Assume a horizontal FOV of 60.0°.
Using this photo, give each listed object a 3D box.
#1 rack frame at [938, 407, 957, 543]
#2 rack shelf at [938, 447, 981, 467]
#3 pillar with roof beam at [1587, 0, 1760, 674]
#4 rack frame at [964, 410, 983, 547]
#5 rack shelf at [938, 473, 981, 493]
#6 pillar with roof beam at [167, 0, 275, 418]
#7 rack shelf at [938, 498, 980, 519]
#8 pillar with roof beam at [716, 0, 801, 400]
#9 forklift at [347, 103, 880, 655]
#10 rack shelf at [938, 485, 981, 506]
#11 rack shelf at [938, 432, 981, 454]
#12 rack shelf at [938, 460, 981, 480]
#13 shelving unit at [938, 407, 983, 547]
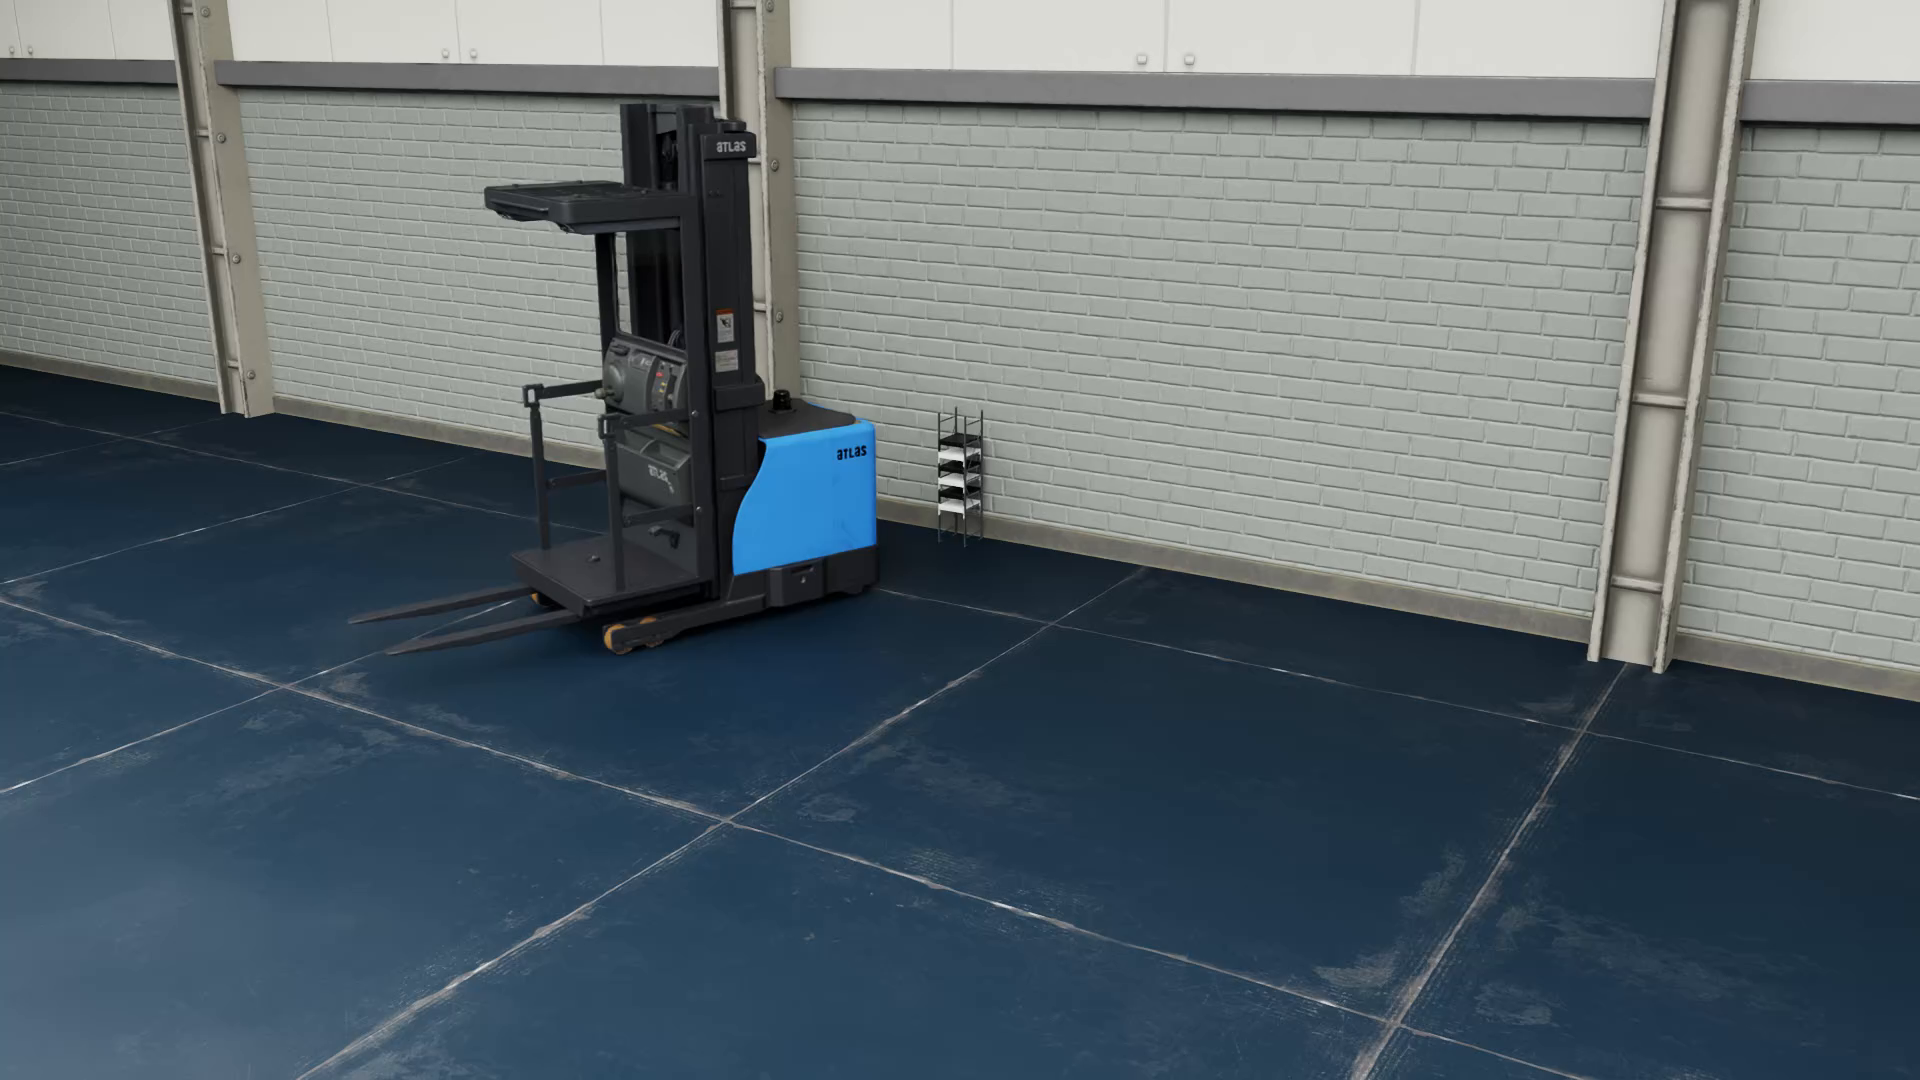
[{"bbox_3d":[-0.084,-0.442,11.288,0.006,0.900,0.240,10,20,30],"label":"rack frame"},{"bbox_3d":[0.004,-0.567,11.196,0.200,0.077,0.258,10,20,30],"label":"rack shelf"},{"bbox_3d":[1.463,-2.583,4.403,0.400,9.000,9.100,10,20,30],"label":"pillar with roof beam"},{"bbox_3d":[0.091,-0.412,11.188,0.006,0.900,0.240,10,20,30],"label":"rack frame"},{"bbox_3d":[0.004,-0.395,11.248,0.200,0.077,0.258,10,20,30],"label":"rack shelf"},{"bbox_3d":[-8.763,-4.409,10.412,0.400,9.000,9.100,10,20,30],"label":"pillar with roof beam"},{"bbox_3d":[0.004,-0.223,11.300,0.200,0.077,0.258,10,20,30],"label":"rack shelf"},{"bbox_3d":[-3.650,-3.496,7.408,0.400,9.000,9.100,10,20,30],"label":"pillar with roof beam"},{"bbox_3d":[-1.976,-0.938,9.426,3.031,2.935,1.130,-12,21,-35],"label":"forklift"},{"bbox_3d":[0.004,-0.309,11.274,0.200,0.077,0.258,10,20,30],"label":"rack shelf"},{"bbox_3d":[0.004,-0.653,11.170,0.200,0.077,0.258,10,20,30],"label":"rack shelf"},{"bbox_3d":[0.004,-0.481,11.222,0.200,0.077,0.258,10,20,30],"label":"rack shelf"},{"bbox_3d":[0.004,-0.427,11.238,0.210,0.900,0.258,10,20,30],"label":"shelving unit"}]
